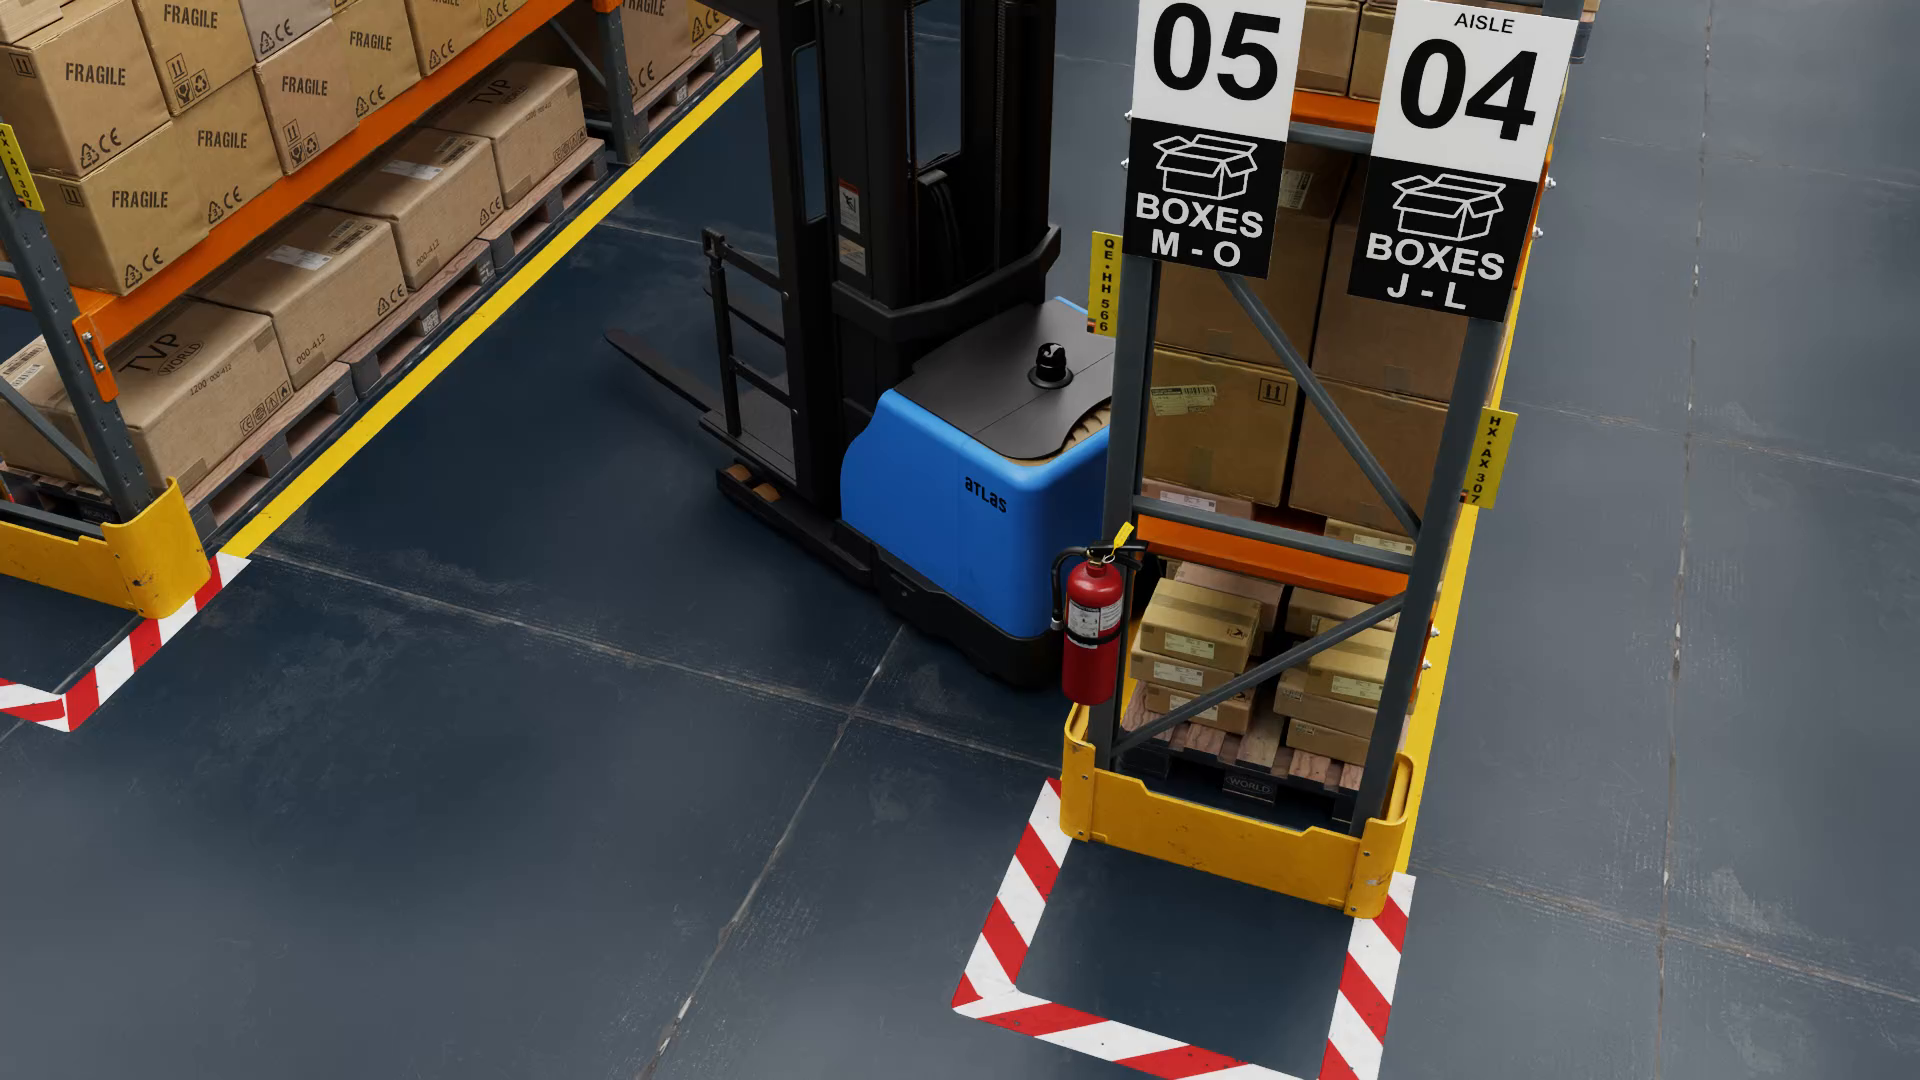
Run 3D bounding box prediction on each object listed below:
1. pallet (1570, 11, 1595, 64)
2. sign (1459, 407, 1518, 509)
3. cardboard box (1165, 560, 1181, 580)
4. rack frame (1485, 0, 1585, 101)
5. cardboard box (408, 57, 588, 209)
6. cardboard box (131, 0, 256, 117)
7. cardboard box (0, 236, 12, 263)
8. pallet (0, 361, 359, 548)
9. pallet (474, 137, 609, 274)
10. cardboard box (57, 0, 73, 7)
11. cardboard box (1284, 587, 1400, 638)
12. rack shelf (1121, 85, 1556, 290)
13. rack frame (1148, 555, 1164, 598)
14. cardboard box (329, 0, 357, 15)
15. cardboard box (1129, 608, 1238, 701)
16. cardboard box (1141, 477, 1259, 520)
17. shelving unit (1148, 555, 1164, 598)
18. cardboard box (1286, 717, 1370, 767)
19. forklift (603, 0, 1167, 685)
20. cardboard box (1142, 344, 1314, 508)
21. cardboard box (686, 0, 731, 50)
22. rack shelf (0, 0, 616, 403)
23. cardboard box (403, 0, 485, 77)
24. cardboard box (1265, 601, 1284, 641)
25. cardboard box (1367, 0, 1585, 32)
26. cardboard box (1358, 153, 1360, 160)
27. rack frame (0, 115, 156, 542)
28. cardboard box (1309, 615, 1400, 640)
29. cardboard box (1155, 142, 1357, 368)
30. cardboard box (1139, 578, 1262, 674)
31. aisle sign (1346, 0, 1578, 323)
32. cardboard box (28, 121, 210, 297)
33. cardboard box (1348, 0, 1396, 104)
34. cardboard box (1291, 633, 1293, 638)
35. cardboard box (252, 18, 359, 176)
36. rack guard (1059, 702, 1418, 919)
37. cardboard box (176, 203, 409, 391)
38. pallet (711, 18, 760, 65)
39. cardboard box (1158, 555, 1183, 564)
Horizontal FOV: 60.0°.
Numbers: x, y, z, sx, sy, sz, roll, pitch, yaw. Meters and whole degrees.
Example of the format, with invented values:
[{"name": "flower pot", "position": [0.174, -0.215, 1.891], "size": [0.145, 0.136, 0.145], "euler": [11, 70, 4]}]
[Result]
[{"name": "pallet", "position": [2.690, -2.813, 8.383], "size": [1.003, 0.211, 1.213], "euler": [13, 42, 15]}, {"name": "sign", "position": [1.434, -0.221, 4.531], "size": [0.100, 0.325, 0.005], "euler": [13, 42, 15]}, {"name": "cardboard box", "position": [1.012, 0.097, 6.469], "size": [0.380, 0.149, 0.250], "euler": [12, 42, 13]}, {"name": "rack frame", "position": [0.924, -2.294, 3.006], "size": [1.000, 3.000, 0.127], "euler": [13, 42, 15]}, {"name": "cardboard box", "position": [-2.710, -2.315, 9.302], "size": [0.875, 0.438, 0.875], "euler": [13, 42, 14]}, {"name": "cardboard box", "position": [-3.160, -2.014, 6.452], "size": [0.500, 0.500, 0.500], "euler": [12, 42, 14]}, {"name": "cardboard box", "position": [-3.846, -1.440, 6.550], "size": [0.500, 0.500, 0.500], "euler": [14, 42, 15]}, {"name": "pallet", "position": [-3.562, -0.493, 7.665], "size": [1.003, 0.211, 1.213], "euler": [13, 42, 15]}, {"name": "pallet", "position": [-2.728, -1.981, 9.410], "size": [1.003, 0.211, 1.213], "euler": [13, 42, 15]}, {"name": "cardboard box", "position": [-3.358, -2.045, 5.989], "size": [0.380, 0.149, 0.250], "euler": [14, 43, 16]}, {"name": "cardboard box", "position": [1.404, 0.248, 6.063], "size": [0.380, 0.149, 0.250], "euler": [14, 42, 16]}, {"name": "rack shelf", "position": [1.608, -2.099, 5.643], "size": [1.077, 0.370, 4.000], "euler": [13, 42, 15]}, {"name": "rack frame", "position": [0.817, -0.161, 6.467], "size": [0.240, 1.200, 0.015], "euler": [13, 41, -2]}, {"name": "cardboard box", "position": [-2.822, -2.634, 7.179], "size": [0.500, 0.500, 0.500], "euler": [13, 42, 15]}, {"name": "cardboard box", "position": [0.836, 0.414, 6.097], "size": [0.380, 0.149, 0.250], "euler": [12, 42, 14]}, {"name": "cardboard box", "position": [0.770, -0.178, 5.341], "size": [0.380, 0.149, 0.250], "euler": [13, 42, 15]}, {"name": "shelving unit", "position": [0.849, -0.320, 6.649], "size": [0.258, 1.200, 0.503], "euler": [13, 41, -2]}, {"name": "cardboard box", "position": [1.404, 0.664, 6.033], "size": [0.380, 0.149, 0.250], "euler": [14, 42, 16]}, {"name": "forklift", "position": [-0.441, -1.407, 6.640], "size": [1.130, 2.935, 3.031], "euler": [-33, 50, -32]}, {"name": "cardboard box", "position": [0.836, -0.494, 5.212], "size": [0.500, 0.500, 0.500], "euler": [14, 42, 16]}, {"name": "cardboard box", "position": [-1.956, -3.789, 10.693], "size": [0.875, 0.875, 0.875], "euler": [14, 43, 16]}, {"name": "rack shelf", "position": [-3.078, -1.995, 7.832], "size": [1.077, 0.370, 4.000], "euler": [13, 42, 15]}, {"name": "cardboard box", "position": [-2.642, -2.562, 7.865], "size": [0.500, 0.500, 0.500], "euler": [13, 42, 14]}, {"name": "cardboard box", "position": [1.072, 0.224, 6.549], "size": [0.380, 0.149, 0.250], "euler": [13, 42, 15]}, {"name": "cardboard box", "position": [1.322, -1.502, 4.119], "size": [0.500, 0.250, 0.500], "euler": [14, 42, 16]}, {"name": "cardboard box", "position": [1.493, -1.068, 5.114], "size": [0.500, 0.500, 0.500], "euler": [14, 43, 16]}, {"name": "rack frame", "position": [-3.762, -1.049, 6.168], "size": [1.000, 3.000, 0.127], "euler": [13, 42, 15]}, {"name": "cardboard box", "position": [1.491, 0.383, 6.134], "size": [0.380, 0.149, 0.250], "euler": [13, 42, 15]}, {"name": "cardboard box", "position": [0.847, -0.878, 4.891], "size": [0.500, 0.500, 0.500], "euler": [12, 42, 14]}, {"name": "cardboard box", "position": [0.867, 0.307, 5.993], "size": [0.380, 0.149, 0.250], "euler": [14, 42, 16]}, {"name": "aisle sign", "position": [1.181, -0.890, 3.979], "size": [0.394, 0.787, 0.004], "euler": [13, 42, 15]}, {"name": "cardboard box", "position": [-3.328, -1.316, 6.404], "size": [0.500, 0.500, 0.500], "euler": [13, 42, 15]}, {"name": "cardboard box", "position": [1.318, -1.313, 4.282], "size": [0.500, 0.250, 0.500], "euler": [15, 43, 17]}, {"name": "cardboard box", "position": [1.495, 0.334, 6.421], "size": [0.380, 0.149, 0.250], "euler": [14, 42, 16]}, {"name": "cardboard box", "position": [-2.991, -1.937, 7.132], "size": [0.500, 0.500, 0.500], "euler": [13, 42, 15]}, {"name": "rack guard", "position": [0.950, 0.893, 5.819], "size": [1.175, 0.500, 0.348], "euler": [13, 42, 15]}, {"name": "cardboard box", "position": [-3.325, -1.219, 8.018], "size": [0.875, 0.438, 0.875], "euler": [14, 43, 16]}, {"name": "pallet", "position": [-1.786, -3.662, 11.379], "size": [1.003, 0.211, 1.213], "euler": [13, 42, 15]}, {"name": "cardboard box", "position": [0.976, -0.019, 6.376], "size": [0.380, 0.149, 0.250], "euler": [12, 42, 14]}]
